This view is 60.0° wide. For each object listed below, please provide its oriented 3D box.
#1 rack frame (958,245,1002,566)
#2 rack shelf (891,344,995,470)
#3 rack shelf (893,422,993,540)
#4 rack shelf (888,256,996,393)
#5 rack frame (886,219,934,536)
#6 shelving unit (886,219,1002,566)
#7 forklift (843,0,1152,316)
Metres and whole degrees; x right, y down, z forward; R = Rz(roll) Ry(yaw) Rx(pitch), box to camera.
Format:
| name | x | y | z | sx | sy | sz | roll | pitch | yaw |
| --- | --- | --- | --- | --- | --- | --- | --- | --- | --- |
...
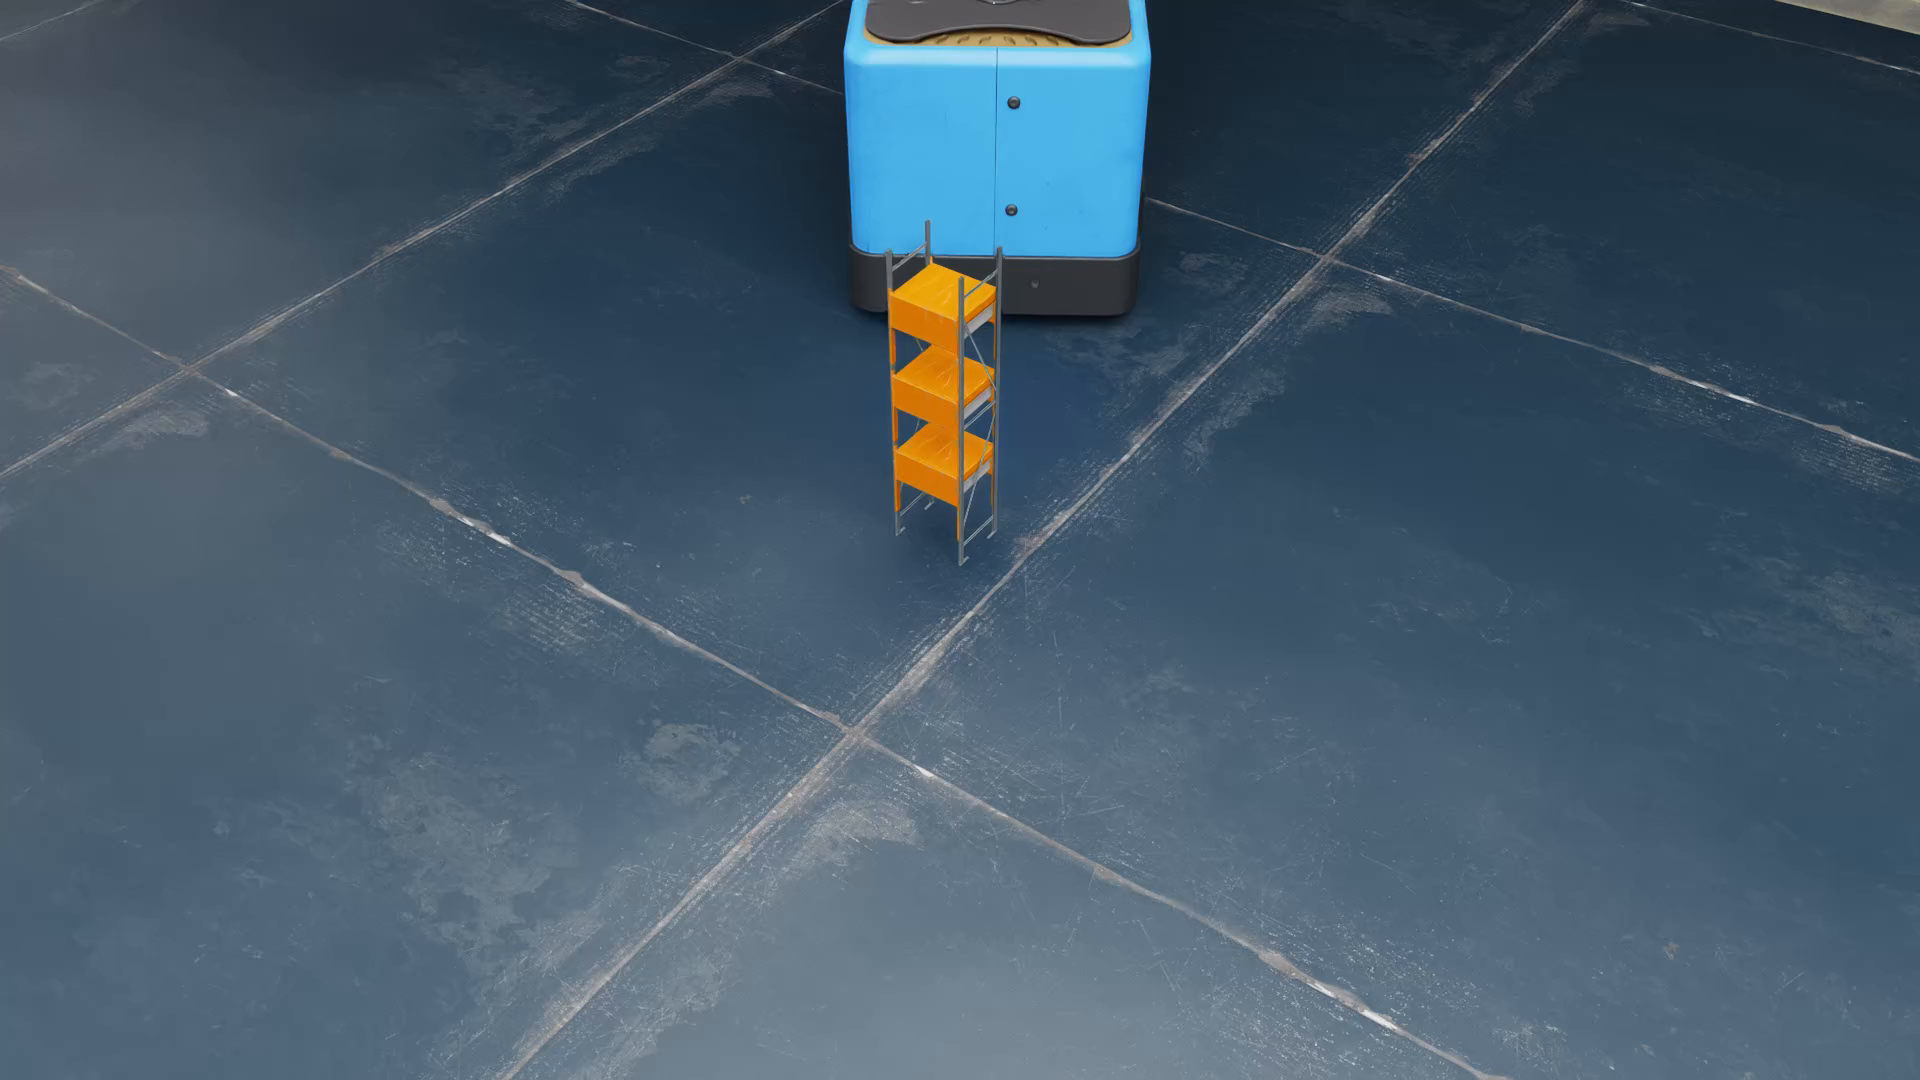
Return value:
| name | x | y | z | sx | sy | sz | roll | pitch | yaw |
| --- | --- | --- | --- | --- | --- | --- | --- | --- | --- |
| rack frame | 0.056 | -0.365 | 4.871 | 0.008 | 1.050 | 0.200 | 25 | 48 | 25 |
| rack shelf | -0.044 | -0.404 | 4.930 | 0.240 | 0.259 | 0.215 | 25 | 48 | 25 |
| rack shelf | -0.044 | -0.197 | 5.115 | 0.240 | 0.259 | 0.215 | 25 | 48 | 25 |
| rack shelf | -0.044 | -0.615 | 4.741 | 0.240 | 0.259 | 0.215 | 25 | 48 | 25 |
| rack frame | -0.144 | -0.458 | 4.975 | 0.008 | 1.050 | 0.200 | 25 | 48 | 25 |
| shelving unit | -0.044 | -0.412 | 4.923 | 0.252 | 1.050 | 0.215 | 25 | 48 | 25 |
| forklift | 0.162 | -2.871 | 6.260 | 1.130 | 2.935 | 3.031 | 1 | 42 | 1 |
